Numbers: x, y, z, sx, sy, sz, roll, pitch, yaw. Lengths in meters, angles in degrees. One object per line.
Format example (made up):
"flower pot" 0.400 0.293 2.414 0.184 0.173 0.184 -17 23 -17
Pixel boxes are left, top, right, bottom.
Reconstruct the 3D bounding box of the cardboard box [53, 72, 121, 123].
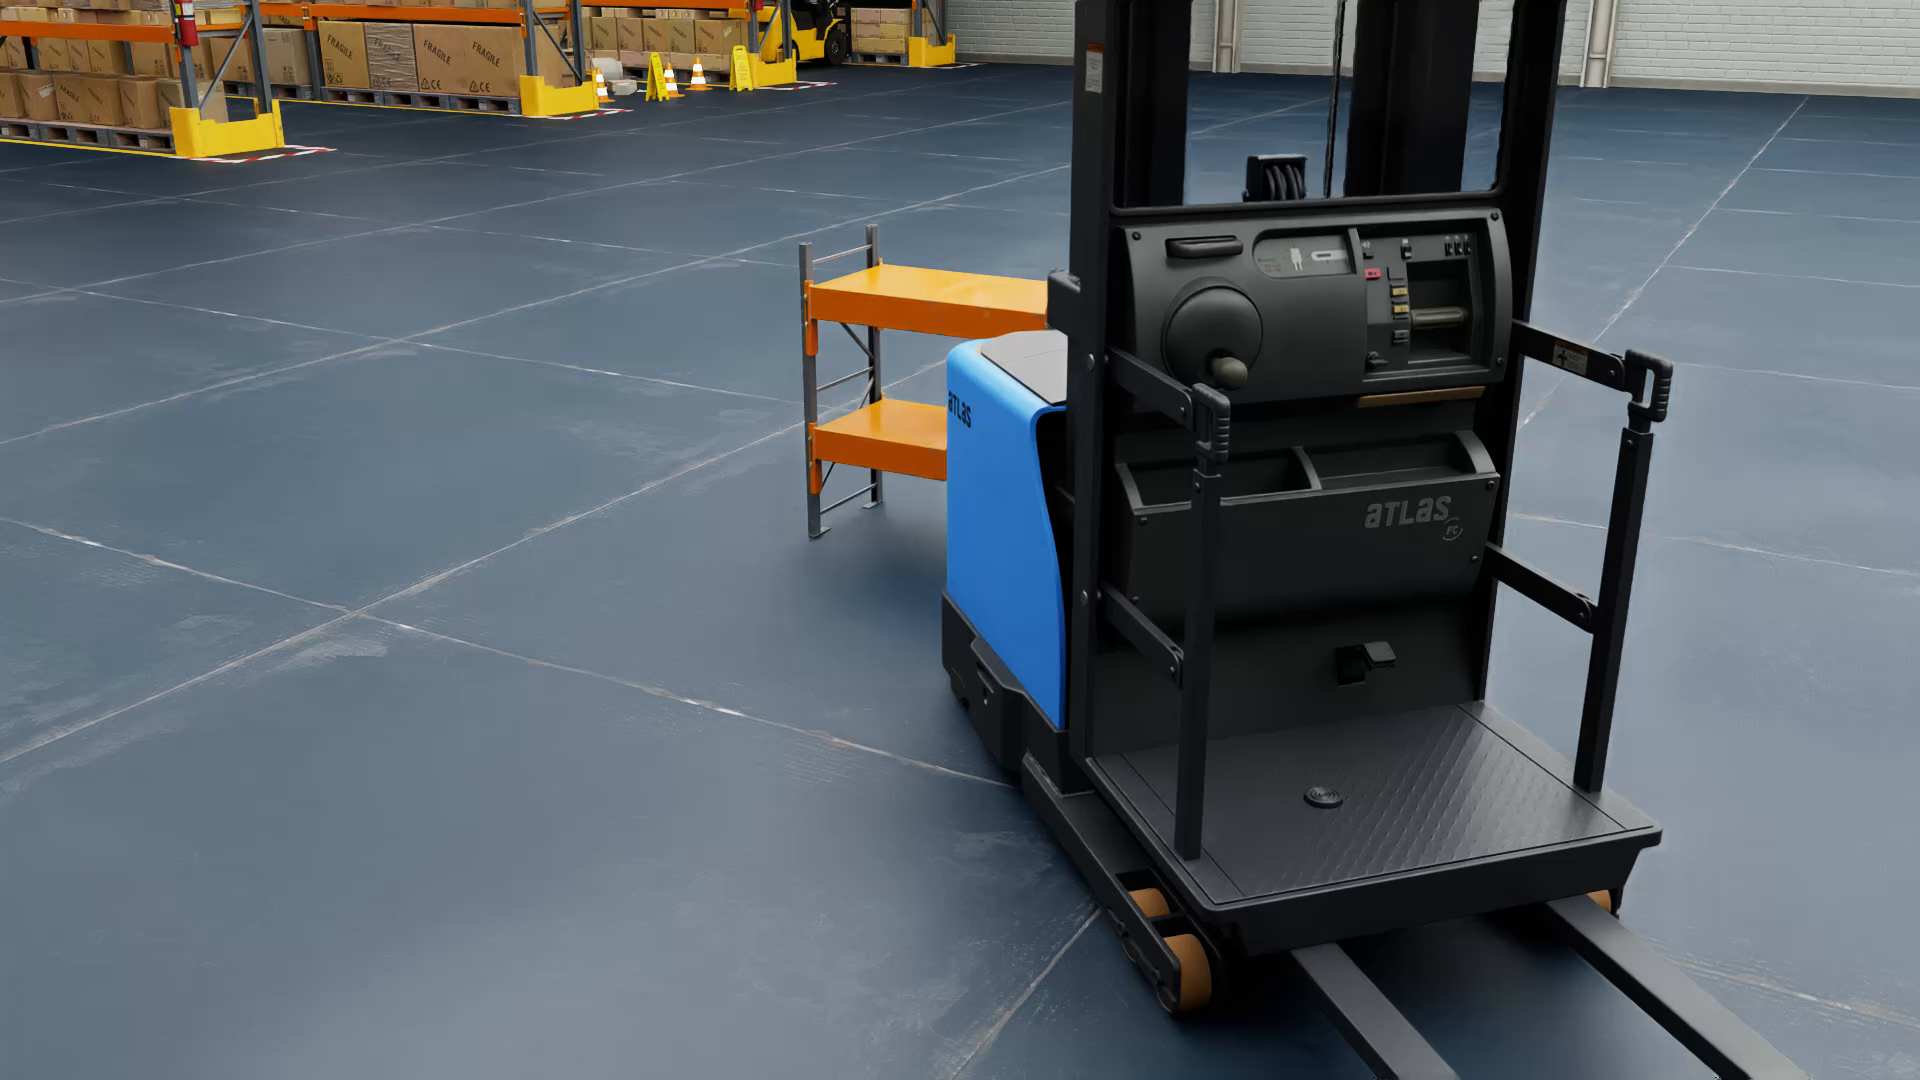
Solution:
"cardboard box" -9.853 -5.020 18.854 0.500 0.500 0.500 9 22 23

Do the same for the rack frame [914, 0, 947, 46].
"rack frame" -0.524 -10.012 29.567 0.127 3.000 1.000 11 23 27

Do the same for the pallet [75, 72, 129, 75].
"pallet" -12.933 -7.193 25.886 1.213 0.211 1.003 11 23 27

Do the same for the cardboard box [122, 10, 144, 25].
"cardboard box" -8.585 -5.519 17.550 0.250 0.149 0.380 11 23 27

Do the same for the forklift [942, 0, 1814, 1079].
"forklift" 0.869 -0.516 3.490 1.130 2.935 3.031 -6 21 -16

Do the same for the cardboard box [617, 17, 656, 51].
"cardboard box" -5.125 -8.105 26.628 0.500 0.500 0.500 12 23 30

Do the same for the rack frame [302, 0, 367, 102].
"rack frame" -8.759 -7.708 23.217 0.127 3.000 1.000 11 23 27

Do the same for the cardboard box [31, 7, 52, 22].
"cardboard box" -9.910 -5.760 18.213 0.250 0.149 0.380 11 23 27

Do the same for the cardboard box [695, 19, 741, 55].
"cardboard box" -3.768 -7.847 25.914 0.500 0.500 0.500 11 23 28

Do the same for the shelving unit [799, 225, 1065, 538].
"shelving unit" -0.006 -0.530 6.176 1.048 1.125 0.538 11 23 27

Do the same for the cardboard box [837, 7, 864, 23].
"cardboard box" -1.972 -9.535 30.201 0.500 0.250 0.500 11 23 28

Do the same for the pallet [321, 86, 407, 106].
"pallet" -8.134 -6.248 23.279 1.213 0.211 1.003 11 23 27

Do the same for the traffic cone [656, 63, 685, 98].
"traffic cone" -4.191 -6.642 23.996 0.334 0.463 0.336 11 23 27

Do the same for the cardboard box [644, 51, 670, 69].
"cardboard box" -4.686 -7.667 26.518 0.500 0.250 0.500 10 22 25

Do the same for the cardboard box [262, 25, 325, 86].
"cardboard box" -9.345 -6.925 23.740 0.750 0.750 1.050 11 23 27

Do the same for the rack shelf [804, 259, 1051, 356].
"rack shelf" -0.006 -0.805 6.077 1.000 0.278 0.538 11 23 27

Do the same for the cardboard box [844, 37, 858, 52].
"cardboard box" -1.950 -9.072 30.393 0.500 0.250 0.500 11 23 28

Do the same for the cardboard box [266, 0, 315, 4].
"cardboard box" -9.345 -7.763 23.220 0.500 0.500 0.500 11 22 27

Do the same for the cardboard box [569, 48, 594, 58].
"cardboard box" -6.050 -7.925 27.231 0.500 0.250 0.500 10 22 25

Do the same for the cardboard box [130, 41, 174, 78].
"cardboard box" -11.764 -7.385 25.010 0.750 0.750 1.050 10 22 27

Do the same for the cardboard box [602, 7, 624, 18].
"cardboard box" -5.521 -8.459 26.652 0.250 0.149 0.380 12 23 29

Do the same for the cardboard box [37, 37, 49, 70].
"cardboard box" -14.301 -7.689 26.212 0.500 0.500 0.500 11 23 28

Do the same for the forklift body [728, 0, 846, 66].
"forklift body" -3.069 -9.385 29.084 1.214 2.155 2.313 11 23 27

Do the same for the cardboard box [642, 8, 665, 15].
"cardboard box" -5.808 -10.097 32.669 0.625 0.625 0.875 10 22 25

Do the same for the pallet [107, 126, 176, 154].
"pallet" -8.533 -4.431 18.270 1.213 0.211 1.003 11 23 27

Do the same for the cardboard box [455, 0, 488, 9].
"cardboard box" -6.104 -7.247 21.725 0.550 0.550 0.875 11 23 27

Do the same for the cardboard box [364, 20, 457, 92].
"cardboard box" -7.456 -6.633 22.752 0.875 0.875 0.875 11 23 28

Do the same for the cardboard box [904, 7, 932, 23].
"cardboard box" -0.851 -9.523 30.170 0.500 0.250 0.500 10 22 26

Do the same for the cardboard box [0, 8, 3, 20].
"cardboard box" -10.559 -5.888 18.566 0.250 0.149 0.380 11 23 27

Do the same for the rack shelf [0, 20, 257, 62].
"rack shelf" -9.521 -5.578 18.398 4.000 0.370 1.077 11 23 27

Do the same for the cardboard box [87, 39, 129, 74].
"cardboard box" -12.954 -7.428 25.492 0.500 0.500 0.500 11 23 27

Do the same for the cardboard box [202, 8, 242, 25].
"cardboard box" -7.907 -5.584 17.728 0.250 0.149 0.380 11 23 27

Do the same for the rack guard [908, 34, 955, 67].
"rack guard" -0.503 -8.833 29.982 0.348 0.500 1.175 11 23 27

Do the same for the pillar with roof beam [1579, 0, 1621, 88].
"pillar with roof beam" 7.684 -9.939 20.568 0.400 9.000 9.100 11 23 27

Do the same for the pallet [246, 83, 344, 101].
"pallet" -9.470 -6.503 23.984 1.213 0.211 1.003 11 23 27

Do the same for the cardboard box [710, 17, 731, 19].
"cardboard box" -3.990 -8.097 26.604 0.500 0.500 0.500 10 22 25

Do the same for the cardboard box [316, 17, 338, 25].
"cardboard box" -11.265 -9.352 30.247 0.875 0.875 0.875 11 23 28

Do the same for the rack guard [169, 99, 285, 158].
"rack guard" -7.841 -4.421 17.820 0.348 0.500 1.175 11 23 27

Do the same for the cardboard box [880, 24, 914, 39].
"cardboard box" -1.101 -9.140 29.846 0.500 0.250 0.500 10 22 27

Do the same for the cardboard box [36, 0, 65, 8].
"cardboard box" -9.583 -6.100 18.200 0.500 0.500 0.875 11 23 27

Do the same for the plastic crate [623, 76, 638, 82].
"plastic crate" -5.463 -7.321 26.431 0.583 0.080 0.402 3 20 9

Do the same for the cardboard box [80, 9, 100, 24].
"cardboard box" -9.223 -5.654 17.922 0.250 0.149 0.380 11 23 27

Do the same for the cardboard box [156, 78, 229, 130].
"cardboard box" -8.311 -4.715 18.013 0.500 0.500 0.500 16 25 37

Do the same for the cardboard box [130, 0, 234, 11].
"cardboard box" -8.241 -5.870 17.566 0.500 0.500 0.875 11 23 27

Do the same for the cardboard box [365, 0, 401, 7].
"cardboard box" -7.526 -7.512 22.454 0.550 0.550 0.875 11 23 27

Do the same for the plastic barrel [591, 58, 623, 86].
"plastic barrel" -5.483 -7.215 25.635 0.512 0.421 0.421 -7 21 -20

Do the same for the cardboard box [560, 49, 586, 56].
"cardboard box" -6.162 -7.442 26.143 0.500 0.500 0.500 -7 21 -20

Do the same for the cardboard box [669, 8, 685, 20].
"cardboard box" -4.339 -8.235 26.035 0.250 0.149 0.380 11 23 28

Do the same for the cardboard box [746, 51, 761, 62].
"cardboard box" -3.511 -7.655 26.486 0.500 0.250 0.500 11 22 27

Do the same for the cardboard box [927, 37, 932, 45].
"cardboard box" -0.857 -9.057 30.350 0.500 0.250 0.500 11 23 28
